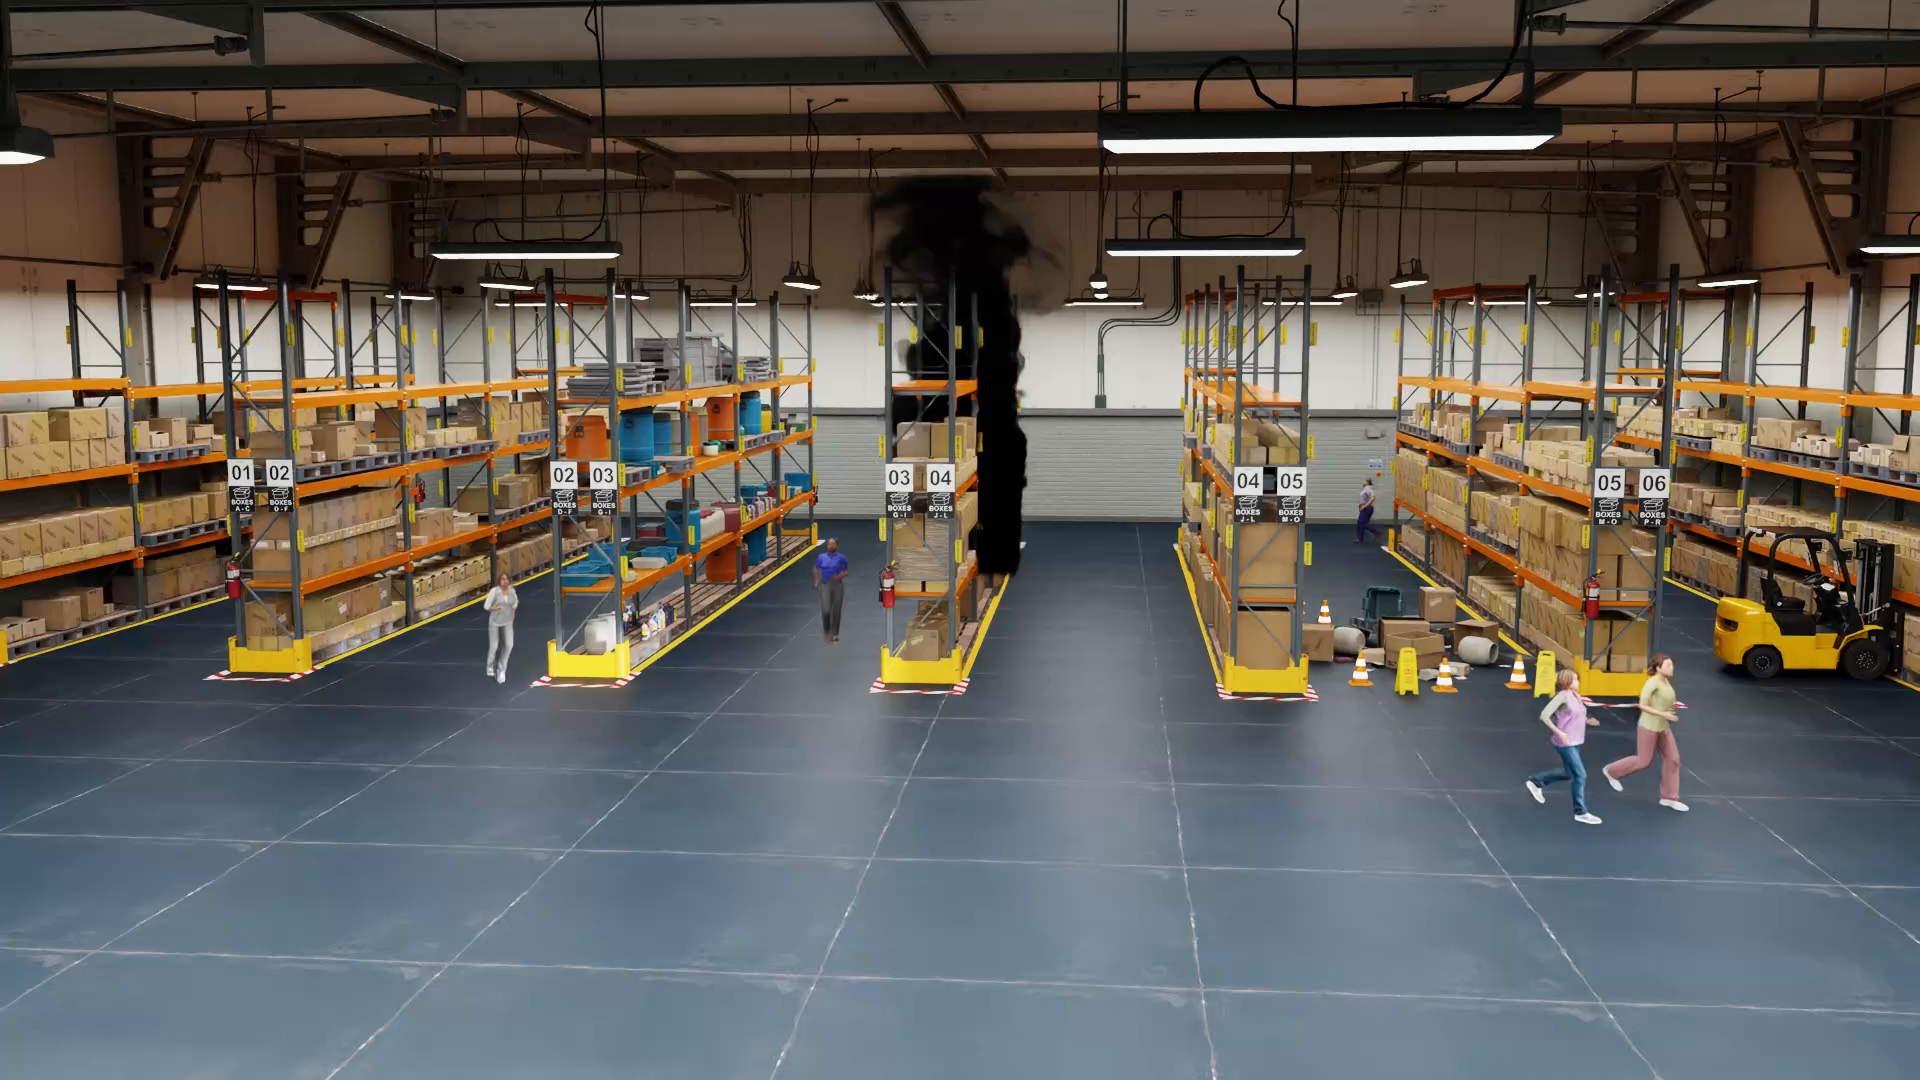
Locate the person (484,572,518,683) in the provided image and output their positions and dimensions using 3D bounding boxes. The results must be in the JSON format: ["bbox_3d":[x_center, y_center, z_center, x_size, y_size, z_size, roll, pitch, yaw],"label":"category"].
[{"bbox_3d":[-6.698,1.272,24.360,0.536,1.630,0.682,-4,8,-27],"label":"person"}]

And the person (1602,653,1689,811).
[{"bbox_3d":[7.395,2.018,17.847,0.564,1.655,0.933,-6,9,-40],"label":"person"}]

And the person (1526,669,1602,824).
[{"bbox_3d":[6.299,2.117,17.320,0.841,1.572,0.546,6,9,42],"label":"person"}]

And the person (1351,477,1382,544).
[{"bbox_3d":[9.932,-0.721,40.507,0.740,1.628,0.635,2,7,13],"label":"person"}]

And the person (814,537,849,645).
[{"bbox_3d":[-1.991,0.796,25.682,0.550,1.681,0.640,0,7,-3],"label":"person"}]
